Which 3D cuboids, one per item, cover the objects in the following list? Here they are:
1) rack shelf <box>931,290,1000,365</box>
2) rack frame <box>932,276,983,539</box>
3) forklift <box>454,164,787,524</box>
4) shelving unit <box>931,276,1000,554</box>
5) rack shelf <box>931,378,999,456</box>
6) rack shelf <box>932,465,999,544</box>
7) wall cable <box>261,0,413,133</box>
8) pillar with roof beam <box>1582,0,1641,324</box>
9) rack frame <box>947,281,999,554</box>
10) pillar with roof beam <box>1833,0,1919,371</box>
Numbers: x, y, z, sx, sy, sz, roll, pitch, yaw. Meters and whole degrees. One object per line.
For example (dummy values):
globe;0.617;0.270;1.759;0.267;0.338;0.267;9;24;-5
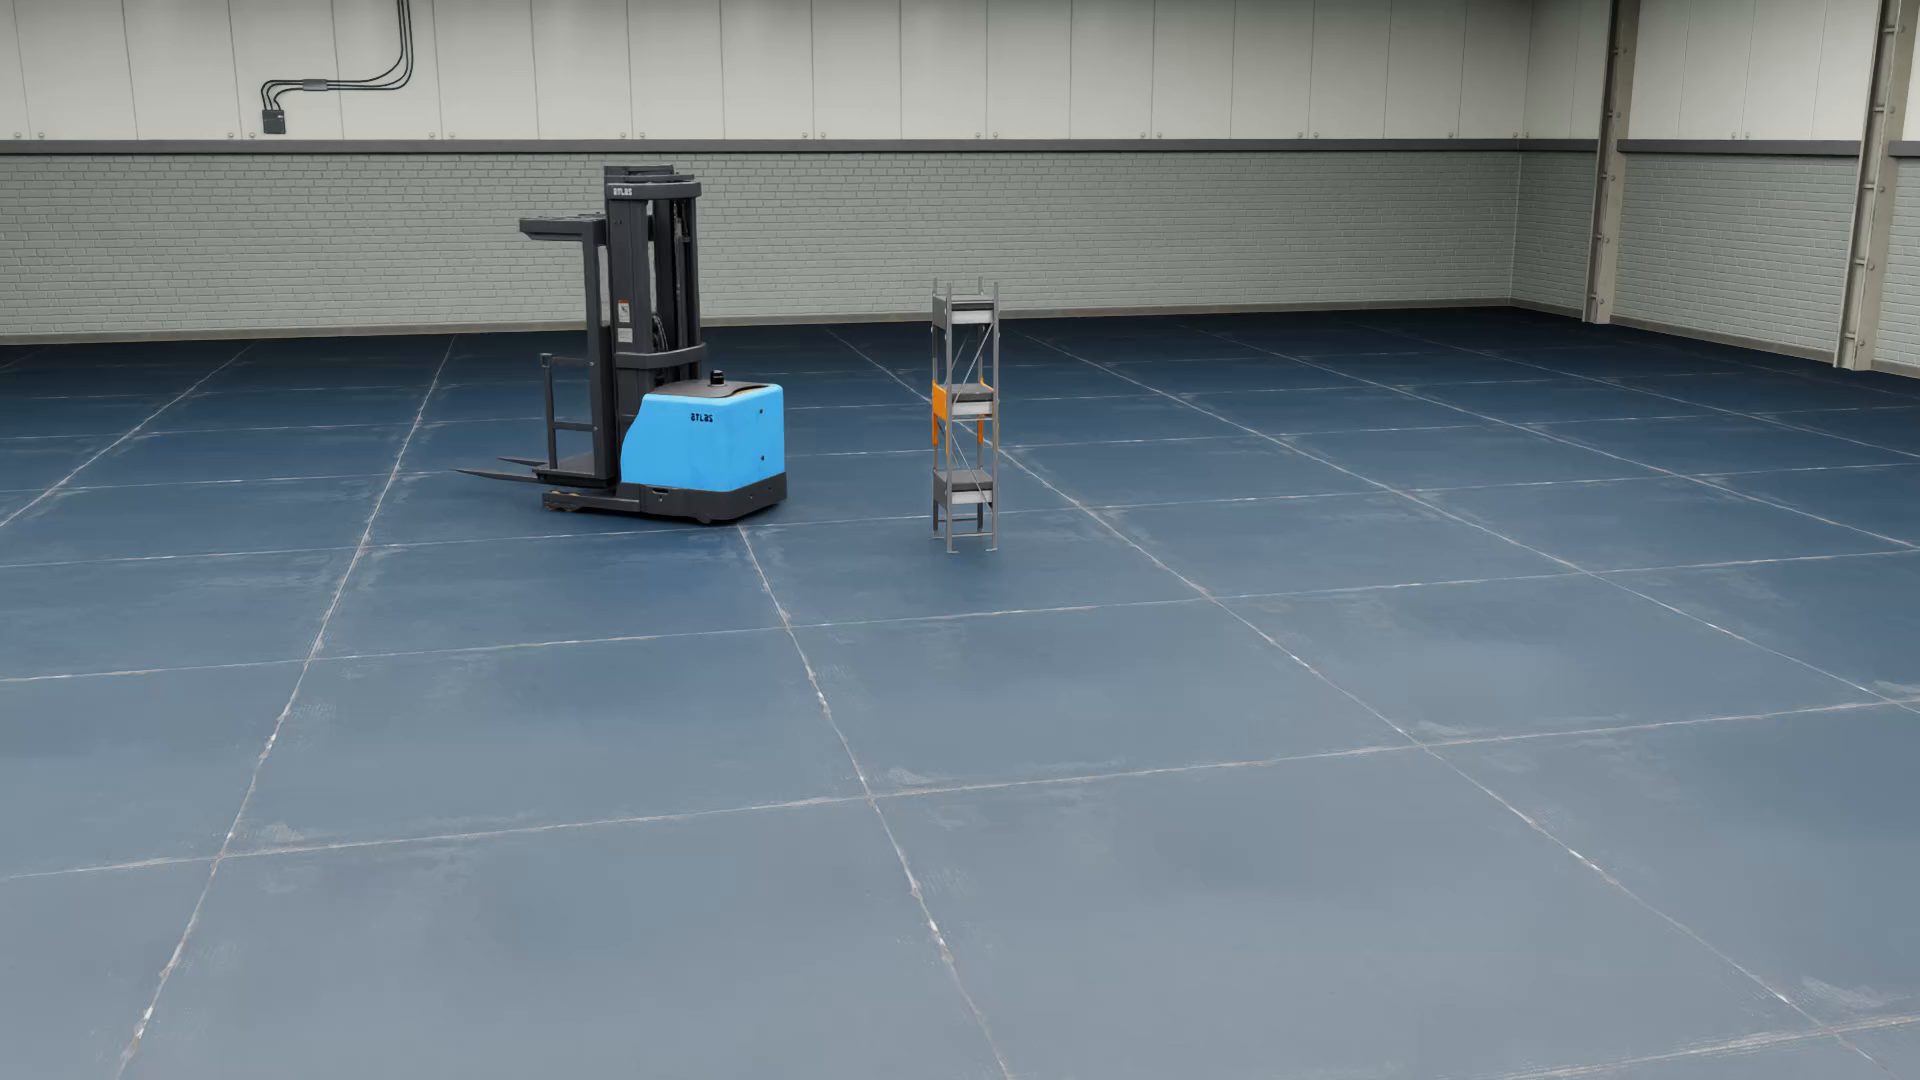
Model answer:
rack shelf;0.039;-1.649;12.859;0.431;0.518;0.480;-3;14;-13
rack frame;-0.018;-1.038;13.252;0.400;2.100;0.015;-3;14;-13
forklift;-3.084;-1.771;14.502;3.031;2.935;1.130;6;15;23
shelving unit;0.039;-0.982;13.022;0.431;2.100;0.503;-3;14;-13
rack shelf;0.039;-0.969;13.025;0.431;0.518;0.480;-3;14;-13
rack shelf;0.039;-0.289;13.191;0.431;0.518;0.480;-3;14;-13
wall cable;-9.729;-9.329;25.486;2.305;6.003;0.169;-3;14;-13
pillar with roof beam;6.881;-7.914;26.860;9.100;9.000;0.400;-3;14;-13
rack frame;0.096;-0.926;12.791;0.400;2.100;0.015;-3;14;-13
pillar with roof beam;8.290;-6.530;21.195;9.100;9.000;0.400;-3;14;-13
